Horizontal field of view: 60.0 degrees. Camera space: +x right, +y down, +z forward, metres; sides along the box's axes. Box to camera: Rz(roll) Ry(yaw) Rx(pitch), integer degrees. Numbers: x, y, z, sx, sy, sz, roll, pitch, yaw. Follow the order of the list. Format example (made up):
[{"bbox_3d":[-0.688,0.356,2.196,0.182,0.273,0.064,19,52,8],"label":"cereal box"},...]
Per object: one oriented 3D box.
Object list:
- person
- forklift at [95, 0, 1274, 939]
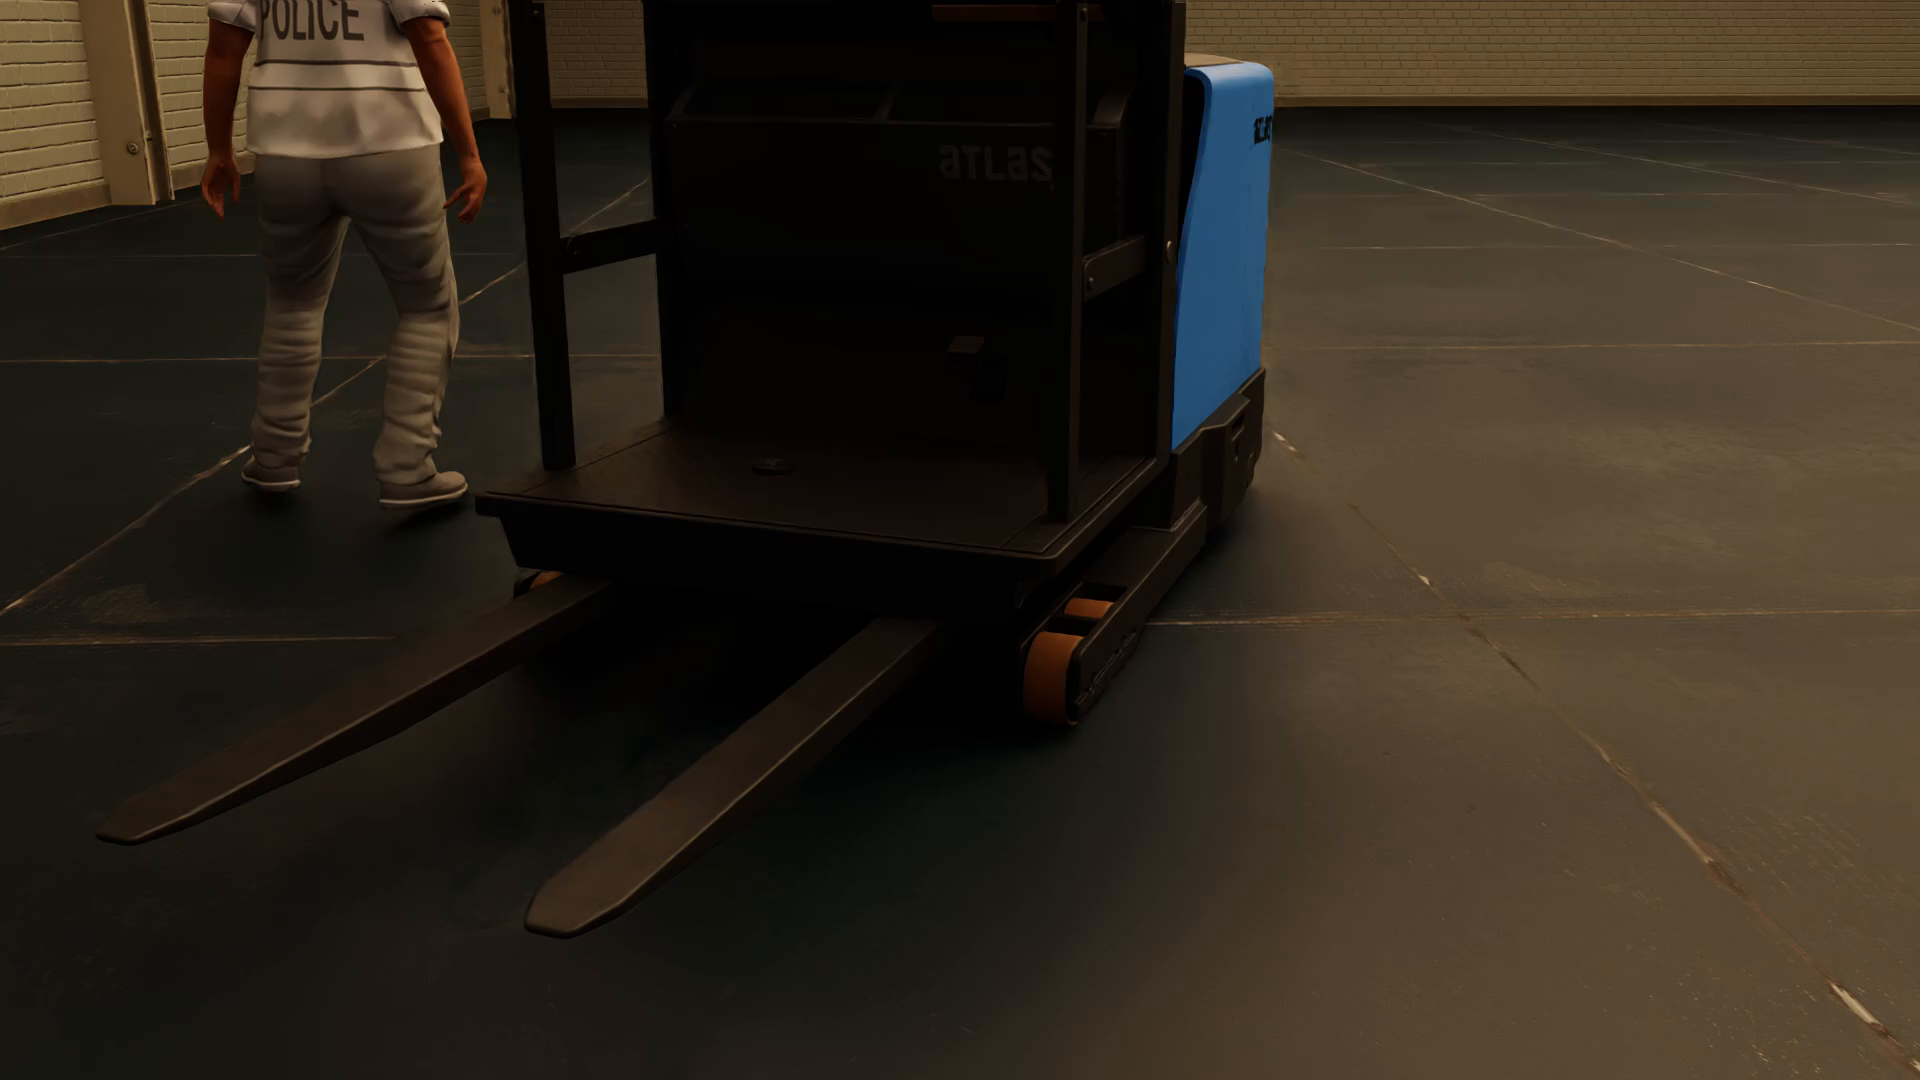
[{"bbox_3d":[-1.471,-0.897,3.949,0.809,1.635,0.470,3,17,9],"label":"person"},{"bbox_3d":[-0.199,-1.215,2.879,1.130,2.935,3.031,6,18,20],"label":"forklift"}]
